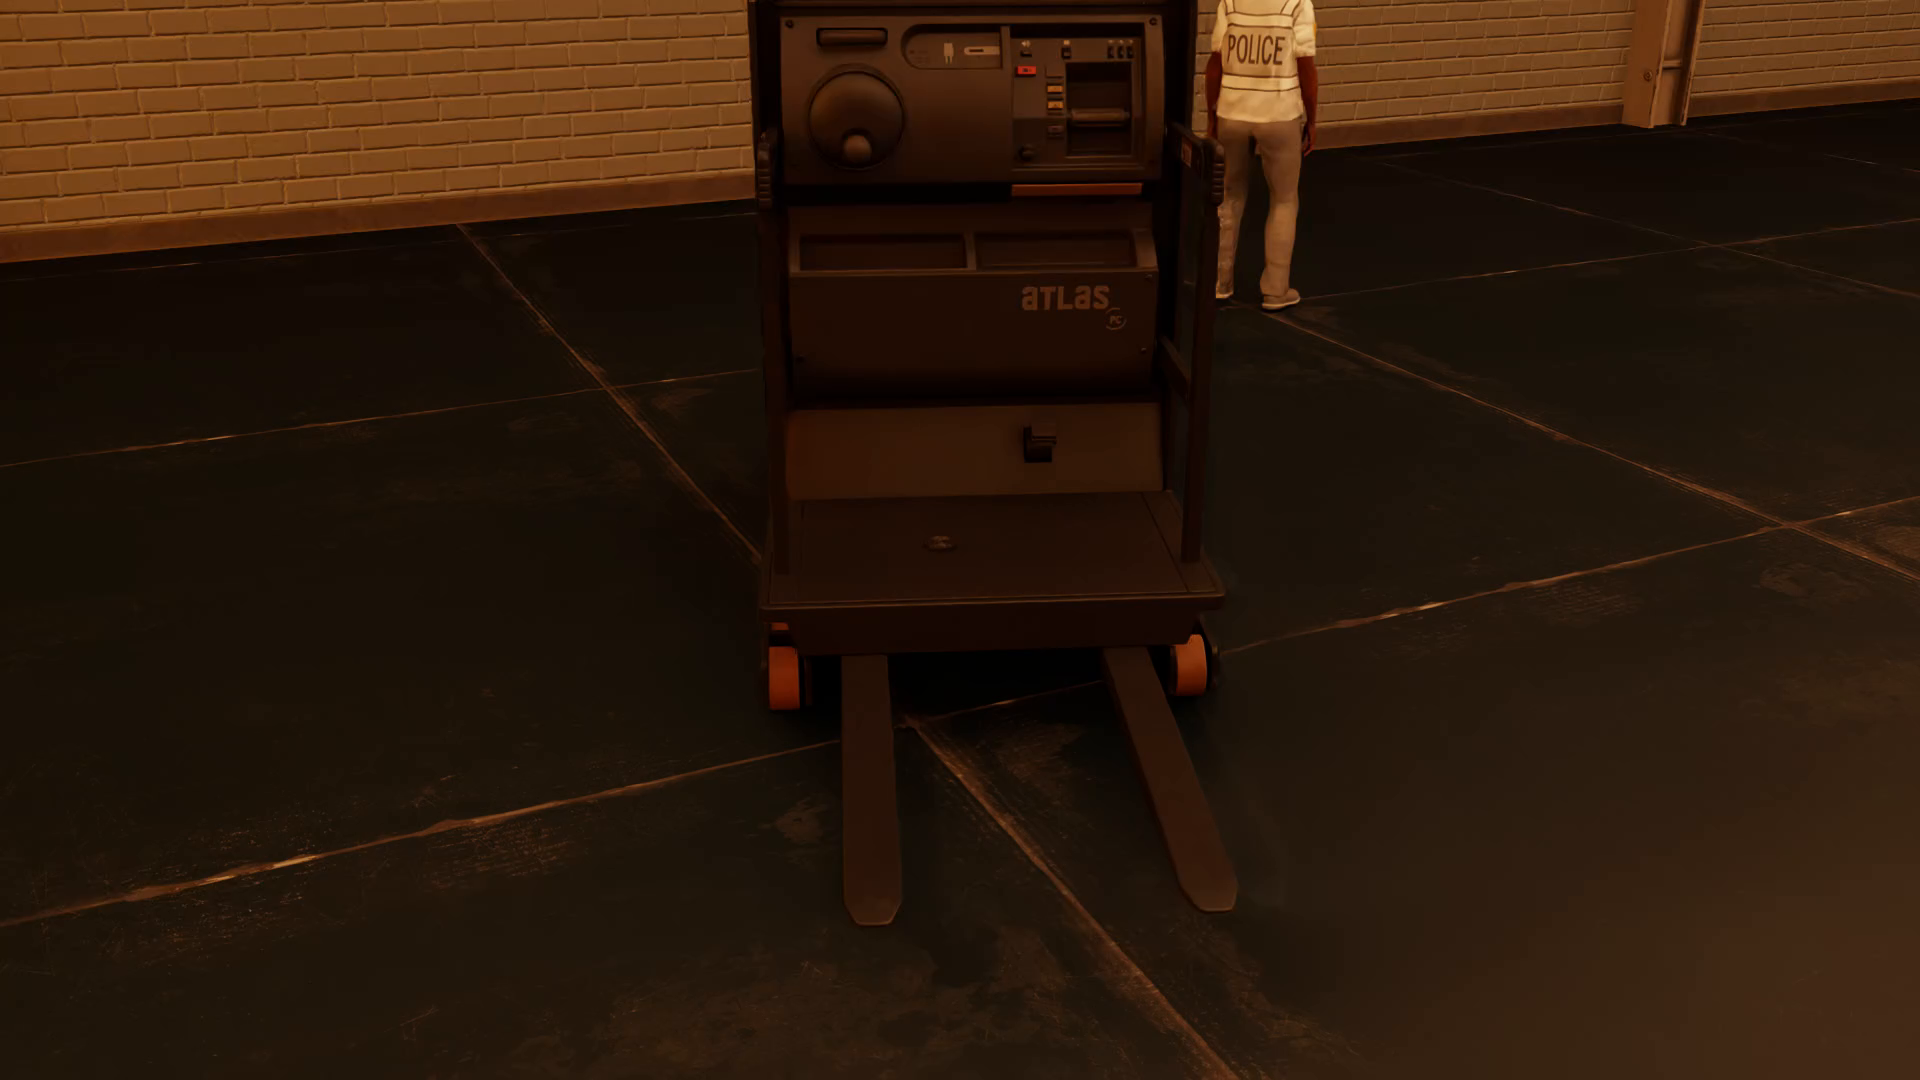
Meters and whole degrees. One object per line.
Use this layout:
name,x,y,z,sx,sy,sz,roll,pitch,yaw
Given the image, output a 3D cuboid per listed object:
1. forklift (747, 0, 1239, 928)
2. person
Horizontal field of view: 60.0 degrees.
forklift,0.050,-1.063,3.844,1.130,2.935,3.031,-2,23,-4
person,1.355,-1.876,7.482,0.505,1.666,0.405,11,25,24
